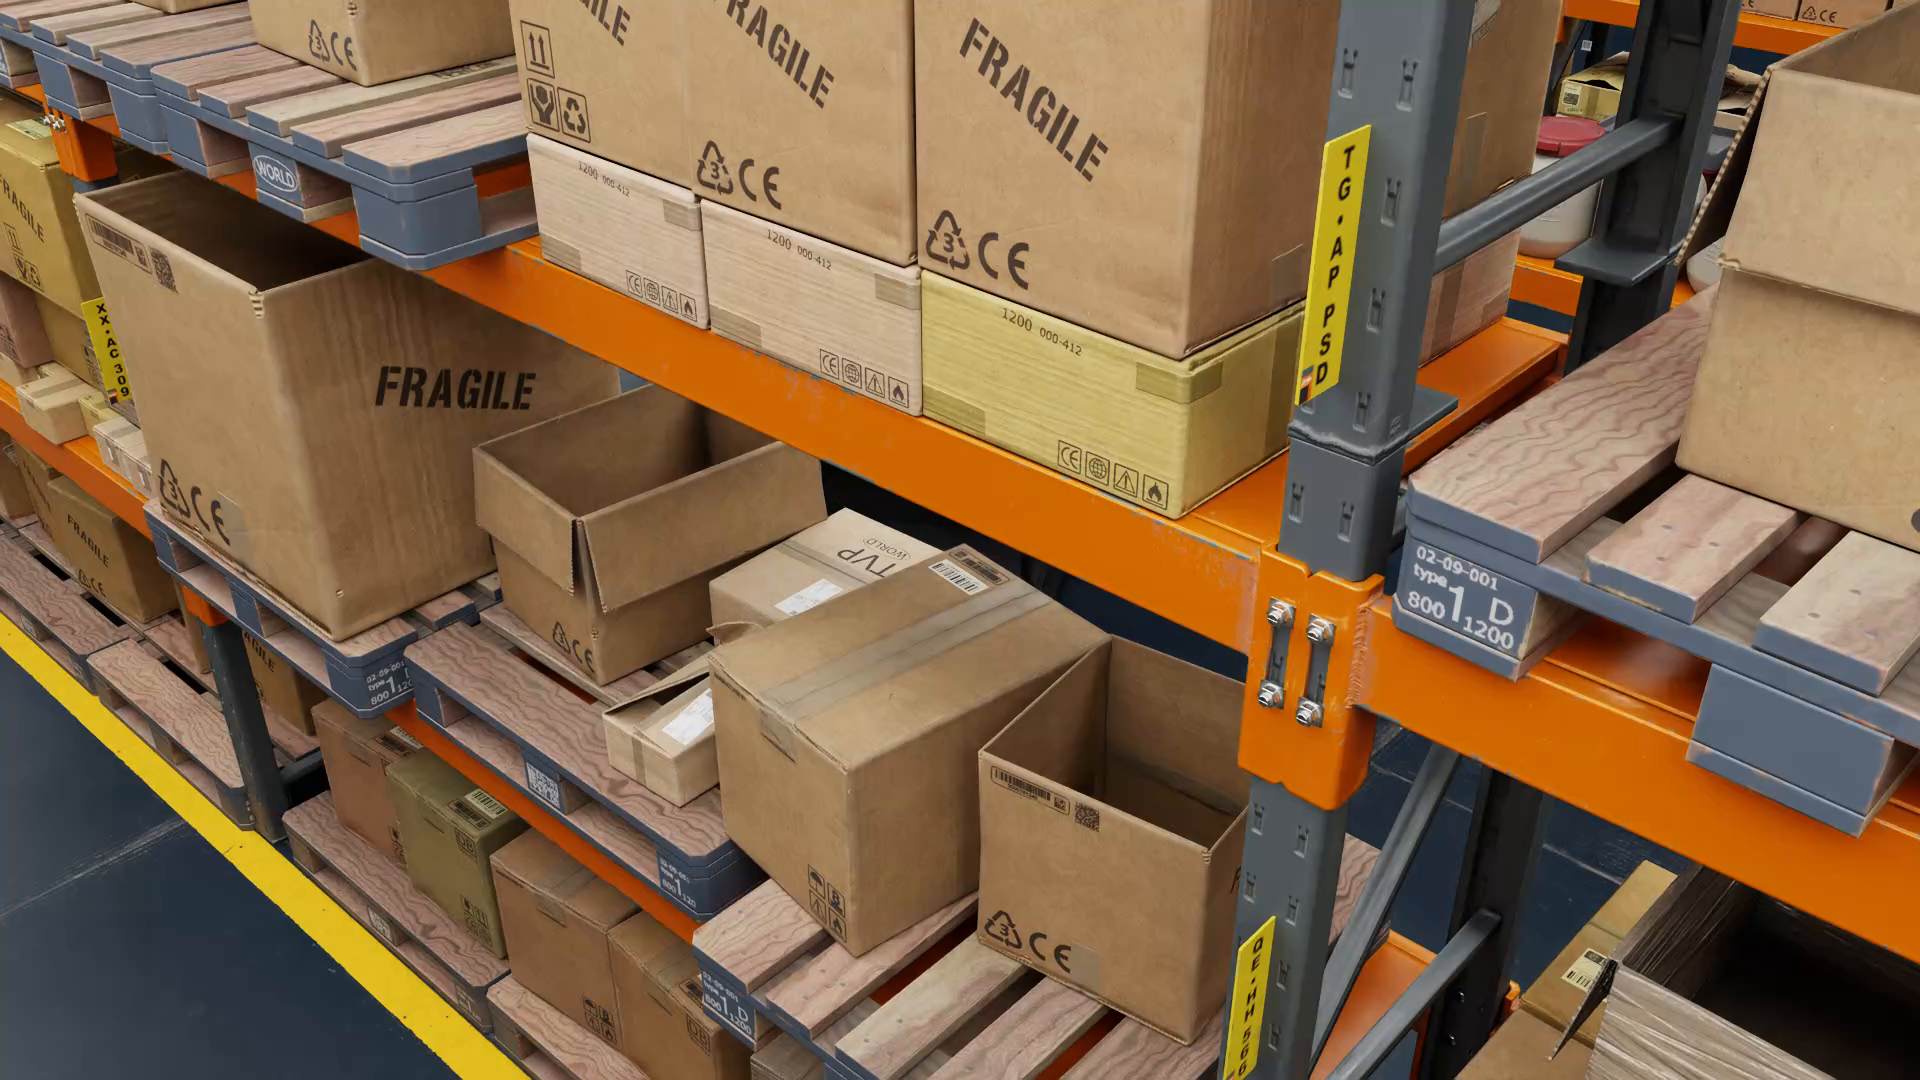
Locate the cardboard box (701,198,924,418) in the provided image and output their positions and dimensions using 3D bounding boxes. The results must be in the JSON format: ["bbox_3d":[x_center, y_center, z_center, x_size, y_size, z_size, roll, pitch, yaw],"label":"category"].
[{"bbox_3d":[-0.088,-0.478,2.873,0.500,0.250,0.500,25,39,35],"label":"cardboard box"}]

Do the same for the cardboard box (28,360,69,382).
[{"bbox_3d":[-3.197,-0.639,6.147,0.250,0.149,0.380,25,39,35],"label":"cardboard box"}]

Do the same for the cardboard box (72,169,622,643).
[{"bbox_3d":[-1.664,-0.513,4.705,1.000,1.000,1.000,25,39,35],"label":"cardboard box"}]

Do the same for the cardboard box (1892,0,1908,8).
[{"bbox_3d":[6.202,-3.424,10.433,0.500,0.500,0.500,23,38,33],"label":"cardboard box"}]

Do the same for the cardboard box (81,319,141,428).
[{"bbox_3d":[-2.451,-0.754,5.709,0.500,0.500,0.875,25,39,35],"label":"cardboard box"}]

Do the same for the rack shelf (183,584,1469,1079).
[{"bbox_3d":[-0.676,0.596,4.549,4.000,0.370,1.077,25,39,35],"label":"rack shelf"}]

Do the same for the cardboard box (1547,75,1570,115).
[{"bbox_3d":[4.351,-3.470,12.864,0.500,0.250,0.500,25,39,35],"label":"cardboard box"}]

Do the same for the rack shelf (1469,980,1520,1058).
[{"bbox_3d":[2.289,1.980,2.250,4.000,0.370,1.077,25,39,35],"label":"rack shelf"}]

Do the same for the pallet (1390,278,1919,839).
[{"bbox_3d":[1.319,-0.022,2.153,1.003,0.211,1.213,27,40,37],"label":"pallet"}]

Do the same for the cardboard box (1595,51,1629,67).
[{"bbox_3d":[4.984,-3.403,12.210,0.500,0.311,0.500,25,39,35],"label":"cardboard box"}]

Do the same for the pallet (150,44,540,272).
[{"bbox_3d":[-1.002,-0.997,3.772,1.003,0.211,1.213,25,39,35],"label":"pallet"}]

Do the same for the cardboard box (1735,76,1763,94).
[{"bbox_3d":[5.742,-3.052,11.626,0.500,0.311,0.500,25,39,35],"label":"cardboard box"}]

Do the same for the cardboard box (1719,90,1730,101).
[{"bbox_3d":[4.998,-3.020,11.573,0.500,0.311,0.500,25,39,35],"label":"cardboard box"}]

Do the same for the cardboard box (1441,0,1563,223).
[{"bbox_3d":[0.631,-0.823,2.719,0.500,0.500,0.500,25,39,36],"label":"cardboard box"}]

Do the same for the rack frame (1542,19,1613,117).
[{"bbox_3d":[4.491,-4.191,11.804,0.127,3.000,1.000,25,39,35],"label":"rack frame"}]

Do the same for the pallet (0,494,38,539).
[{"bbox_3d":[-4.490,-0.273,7.999,1.213,0.211,1.003,25,39,35],"label":"pallet"}]

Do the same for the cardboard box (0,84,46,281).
[{"bbox_3d":[-3.049,-1.226,5.524,0.500,0.500,0.500,25,39,35],"label":"cardboard box"}]

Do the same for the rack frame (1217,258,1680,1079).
[{"bbox_3d":[0.806,0.980,3.214,0.127,3.000,1.000,25,39,35],"label":"rack frame"}]

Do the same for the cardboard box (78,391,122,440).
[{"bbox_3d":[-2.840,-0.459,5.847,0.250,0.149,0.380,25,39,35],"label":"cardboard box"}]

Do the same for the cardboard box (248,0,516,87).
[{"bbox_3d":[-1.178,-1.388,3.731,0.637,0.503,0.797,27,40,37],"label":"cardboard box"}]

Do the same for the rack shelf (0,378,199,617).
[{"bbox_3d":[-3.642,-0.789,6.849,4.000,0.370,1.077,25,39,35],"label":"rack shelf"}]

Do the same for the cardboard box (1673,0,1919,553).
[{"bbox_3d":[1.307,-0.346,2.001,0.797,0.503,0.637,-27,40,-37],"label":"cardboard box"}]

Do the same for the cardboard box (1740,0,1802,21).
[{"bbox_3d":[5.440,-3.780,11.024,0.500,0.500,0.500,-26,40,-36],"label":"cardboard box"}]

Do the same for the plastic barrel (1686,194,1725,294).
[{"bbox_3d":[3.224,-1.236,6.787,0.421,0.512,0.421,0,31,0],"label":"plastic barrel"}]

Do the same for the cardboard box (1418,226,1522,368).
[{"bbox_3d":[0.629,-0.501,2.911,0.500,0.250,0.500,26,40,36],"label":"cardboard box"}]

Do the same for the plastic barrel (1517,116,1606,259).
[{"bbox_3d":[2.591,-1.538,7.265,0.433,0.535,0.433,0,31,0],"label":"plastic barrel"}]

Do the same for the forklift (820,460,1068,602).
[{"bbox_3d":[-0.158,-0.909,6.418,1.130,2.935,3.031,7,32,11],"label":"forklift"}]

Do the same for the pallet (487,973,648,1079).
[{"bbox_3d":[-0.672,1.481,5.085,1.213,0.211,1.003,25,39,35],"label":"pallet"}]

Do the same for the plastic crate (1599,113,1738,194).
[{"bbox_3d":[3.137,-1.618,7.467,0.583,0.464,0.402,25,39,35],"label":"plastic crate"}]

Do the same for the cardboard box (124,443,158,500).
[{"bbox_3d":[-2.516,-0.259,5.515,0.250,0.149,0.380,25,39,35],"label":"cardboard box"}]

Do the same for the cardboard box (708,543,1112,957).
[{"bbox_3d":[-0.102,0.430,3.622,0.700,0.500,0.500,-23,38,-33],"label":"cardboard box"}]

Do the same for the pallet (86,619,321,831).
[{"bbox_3d":[-2.681,0.571,6.597,1.213,0.211,1.003,25,39,35],"label":"pallet"}]

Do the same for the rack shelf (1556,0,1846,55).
[{"bbox_3d":[5.974,-3.191,10.840,4.000,0.370,1.077,25,39,35],"label":"rack shelf"}]

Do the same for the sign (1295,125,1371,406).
[{"bbox_3d":[0.441,-0.320,1.964,0.005,0.325,0.100,25,39,35],"label":"sign"}]

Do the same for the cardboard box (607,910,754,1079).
[{"bbox_3d":[-0.548,1.257,4.750,0.700,0.500,0.500,-26,39,-36],"label":"cardboard box"}]

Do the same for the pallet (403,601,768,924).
[{"bbox_3d":[-0.689,0.393,4.376,1.213,0.211,1.003,25,39,35],"label":"pallet"}]

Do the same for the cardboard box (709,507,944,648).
[{"bbox_3d":[-0.282,0.196,4.254,0.500,0.250,0.500,24,38,34],"label":"cardboard box"}]

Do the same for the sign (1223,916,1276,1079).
[{"bbox_3d":[0.449,0.728,2.586,0.005,0.325,0.100,25,39,35],"label":"sign"}]

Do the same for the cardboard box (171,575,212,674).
[{"bbox_3d":[-2.859,0.137,6.630,0.500,0.500,0.500,-16,35,-25],"label":"cardboard box"}]

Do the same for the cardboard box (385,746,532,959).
[{"bbox_3d":[-1.377,0.871,5.392,0.500,0.500,0.700,25,39,35],"label":"cardboard box"}]

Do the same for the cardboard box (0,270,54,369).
[{"bbox_3d":[-3.237,-1.075,6.242,0.500,0.500,0.875,25,39,35],"label":"cardboard box"}]

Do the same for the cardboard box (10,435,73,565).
[{"bbox_3d":[-3.756,-0.258,7.286,0.500,0.500,0.500,-25,39,-35],"label":"cardboard box"}]

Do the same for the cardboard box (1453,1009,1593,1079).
[{"bbox_3d":[0.984,1.209,2.736,0.500,0.500,0.500,26,40,36],"label":"cardboard box"}]

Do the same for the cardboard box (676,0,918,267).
[{"bbox_3d":[-0.103,-0.805,2.689,0.500,0.500,0.500,25,39,35],"label":"cardboard box"}]
